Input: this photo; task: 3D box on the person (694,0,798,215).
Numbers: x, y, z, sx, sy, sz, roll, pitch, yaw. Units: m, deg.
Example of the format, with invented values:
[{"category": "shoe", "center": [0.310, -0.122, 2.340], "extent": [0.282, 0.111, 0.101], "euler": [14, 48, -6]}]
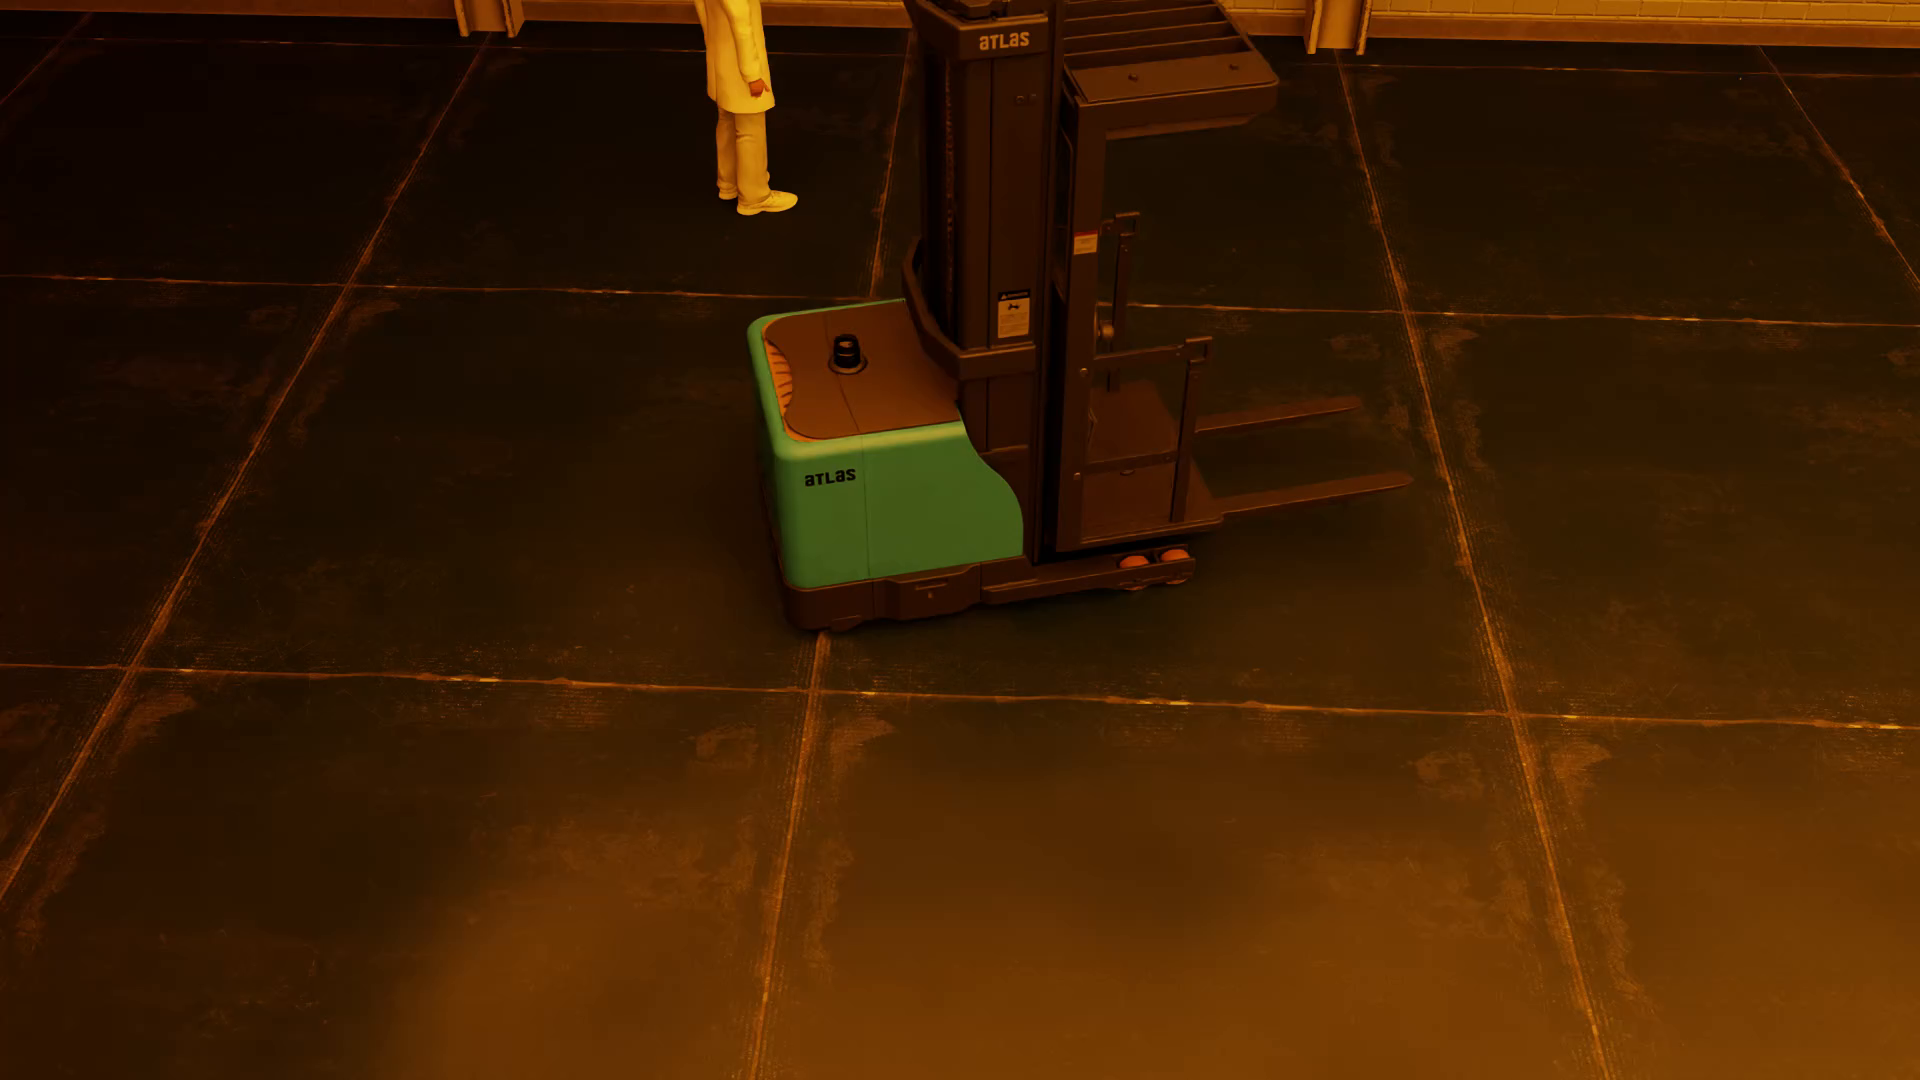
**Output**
[{"category": "person", "center": [-1.265, -2.767, 9.624], "extent": [0.384, 1.783, 0.566], "euler": [-23, 47, -23]}]

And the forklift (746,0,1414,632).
[{"category": "forklift", "center": [0.606, -1.189, 7.045], "extent": [3.031, 2.935, 1.130], "euler": [-9, 43, -9]}]
